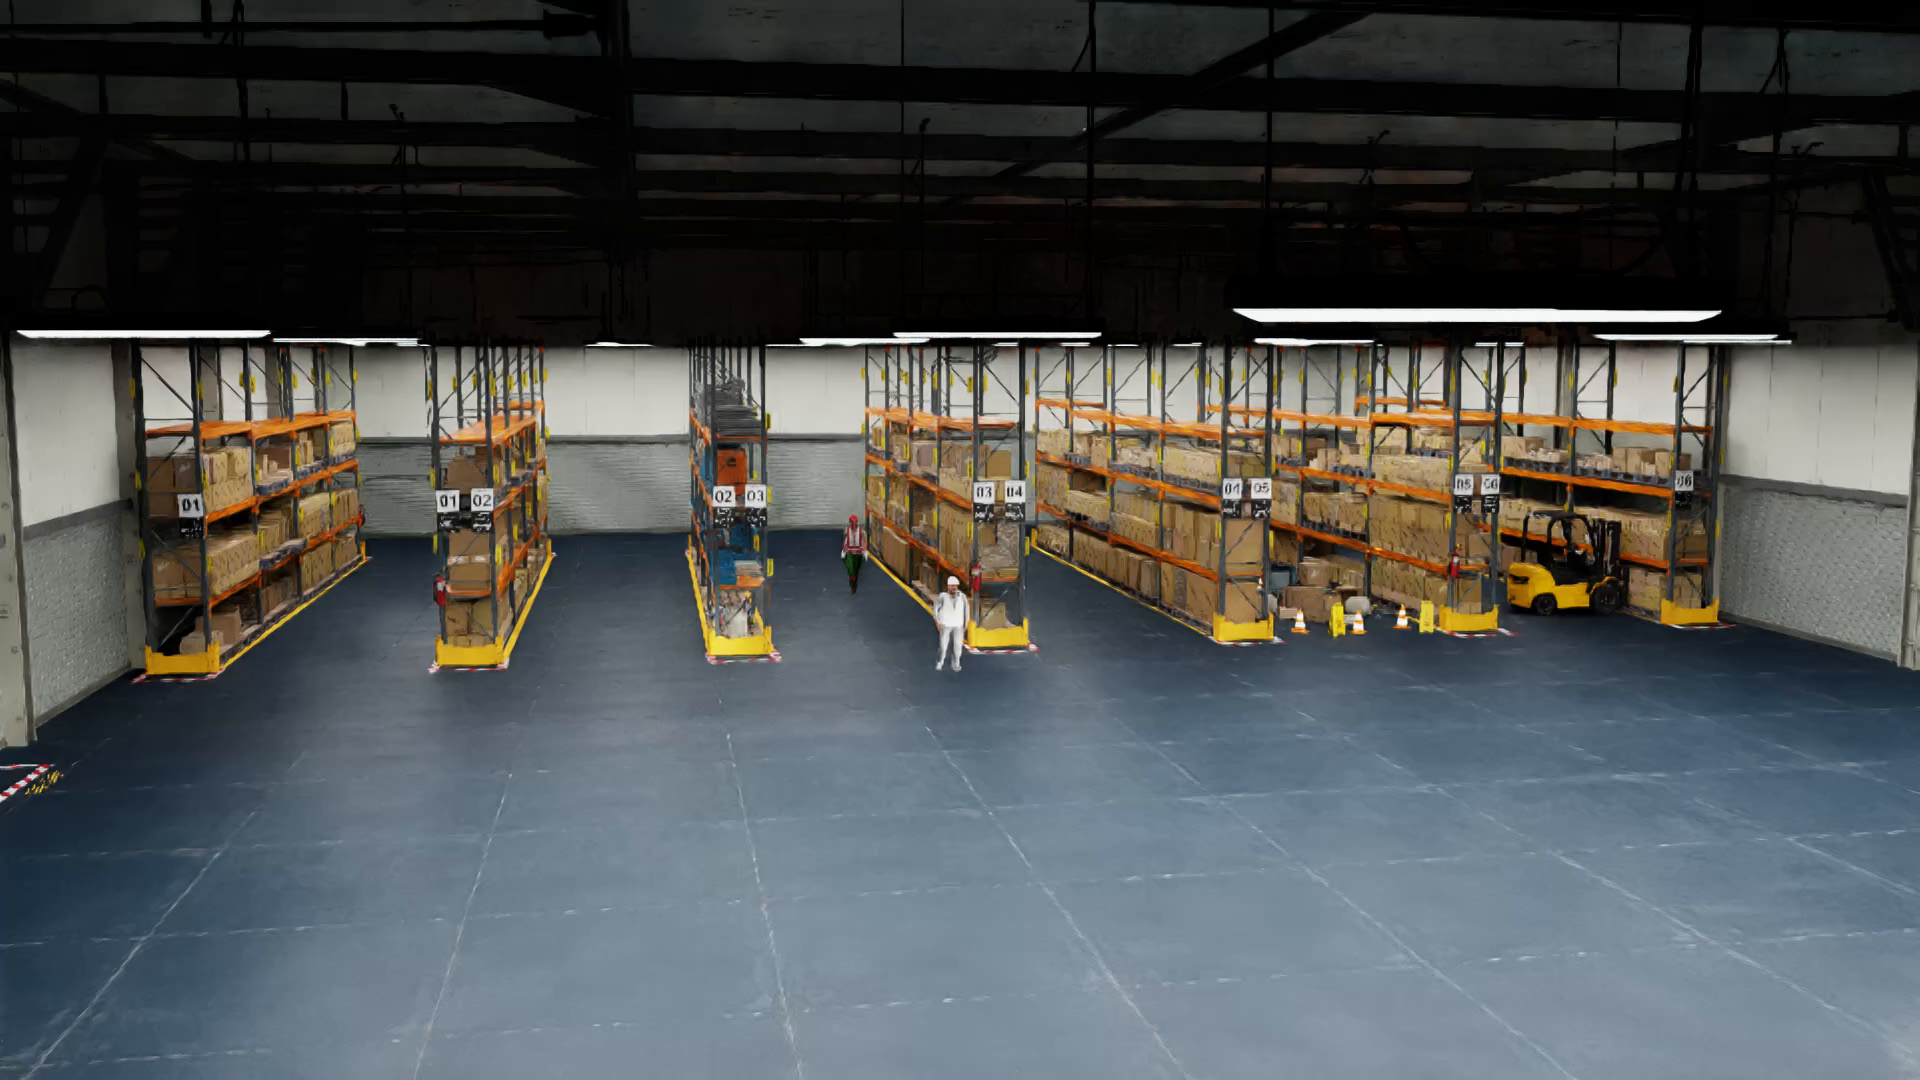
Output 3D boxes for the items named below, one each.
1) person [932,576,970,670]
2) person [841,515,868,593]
[{"bbox_3d":[-0.156,1.484,29.635,0.677,1.726,0.574,-2,7,-13],"label":"person"},{"bbox_3d":[-2.368,0.289,37.475,0.567,1.735,1.041,-1,7,-11],"label":"person"}]
